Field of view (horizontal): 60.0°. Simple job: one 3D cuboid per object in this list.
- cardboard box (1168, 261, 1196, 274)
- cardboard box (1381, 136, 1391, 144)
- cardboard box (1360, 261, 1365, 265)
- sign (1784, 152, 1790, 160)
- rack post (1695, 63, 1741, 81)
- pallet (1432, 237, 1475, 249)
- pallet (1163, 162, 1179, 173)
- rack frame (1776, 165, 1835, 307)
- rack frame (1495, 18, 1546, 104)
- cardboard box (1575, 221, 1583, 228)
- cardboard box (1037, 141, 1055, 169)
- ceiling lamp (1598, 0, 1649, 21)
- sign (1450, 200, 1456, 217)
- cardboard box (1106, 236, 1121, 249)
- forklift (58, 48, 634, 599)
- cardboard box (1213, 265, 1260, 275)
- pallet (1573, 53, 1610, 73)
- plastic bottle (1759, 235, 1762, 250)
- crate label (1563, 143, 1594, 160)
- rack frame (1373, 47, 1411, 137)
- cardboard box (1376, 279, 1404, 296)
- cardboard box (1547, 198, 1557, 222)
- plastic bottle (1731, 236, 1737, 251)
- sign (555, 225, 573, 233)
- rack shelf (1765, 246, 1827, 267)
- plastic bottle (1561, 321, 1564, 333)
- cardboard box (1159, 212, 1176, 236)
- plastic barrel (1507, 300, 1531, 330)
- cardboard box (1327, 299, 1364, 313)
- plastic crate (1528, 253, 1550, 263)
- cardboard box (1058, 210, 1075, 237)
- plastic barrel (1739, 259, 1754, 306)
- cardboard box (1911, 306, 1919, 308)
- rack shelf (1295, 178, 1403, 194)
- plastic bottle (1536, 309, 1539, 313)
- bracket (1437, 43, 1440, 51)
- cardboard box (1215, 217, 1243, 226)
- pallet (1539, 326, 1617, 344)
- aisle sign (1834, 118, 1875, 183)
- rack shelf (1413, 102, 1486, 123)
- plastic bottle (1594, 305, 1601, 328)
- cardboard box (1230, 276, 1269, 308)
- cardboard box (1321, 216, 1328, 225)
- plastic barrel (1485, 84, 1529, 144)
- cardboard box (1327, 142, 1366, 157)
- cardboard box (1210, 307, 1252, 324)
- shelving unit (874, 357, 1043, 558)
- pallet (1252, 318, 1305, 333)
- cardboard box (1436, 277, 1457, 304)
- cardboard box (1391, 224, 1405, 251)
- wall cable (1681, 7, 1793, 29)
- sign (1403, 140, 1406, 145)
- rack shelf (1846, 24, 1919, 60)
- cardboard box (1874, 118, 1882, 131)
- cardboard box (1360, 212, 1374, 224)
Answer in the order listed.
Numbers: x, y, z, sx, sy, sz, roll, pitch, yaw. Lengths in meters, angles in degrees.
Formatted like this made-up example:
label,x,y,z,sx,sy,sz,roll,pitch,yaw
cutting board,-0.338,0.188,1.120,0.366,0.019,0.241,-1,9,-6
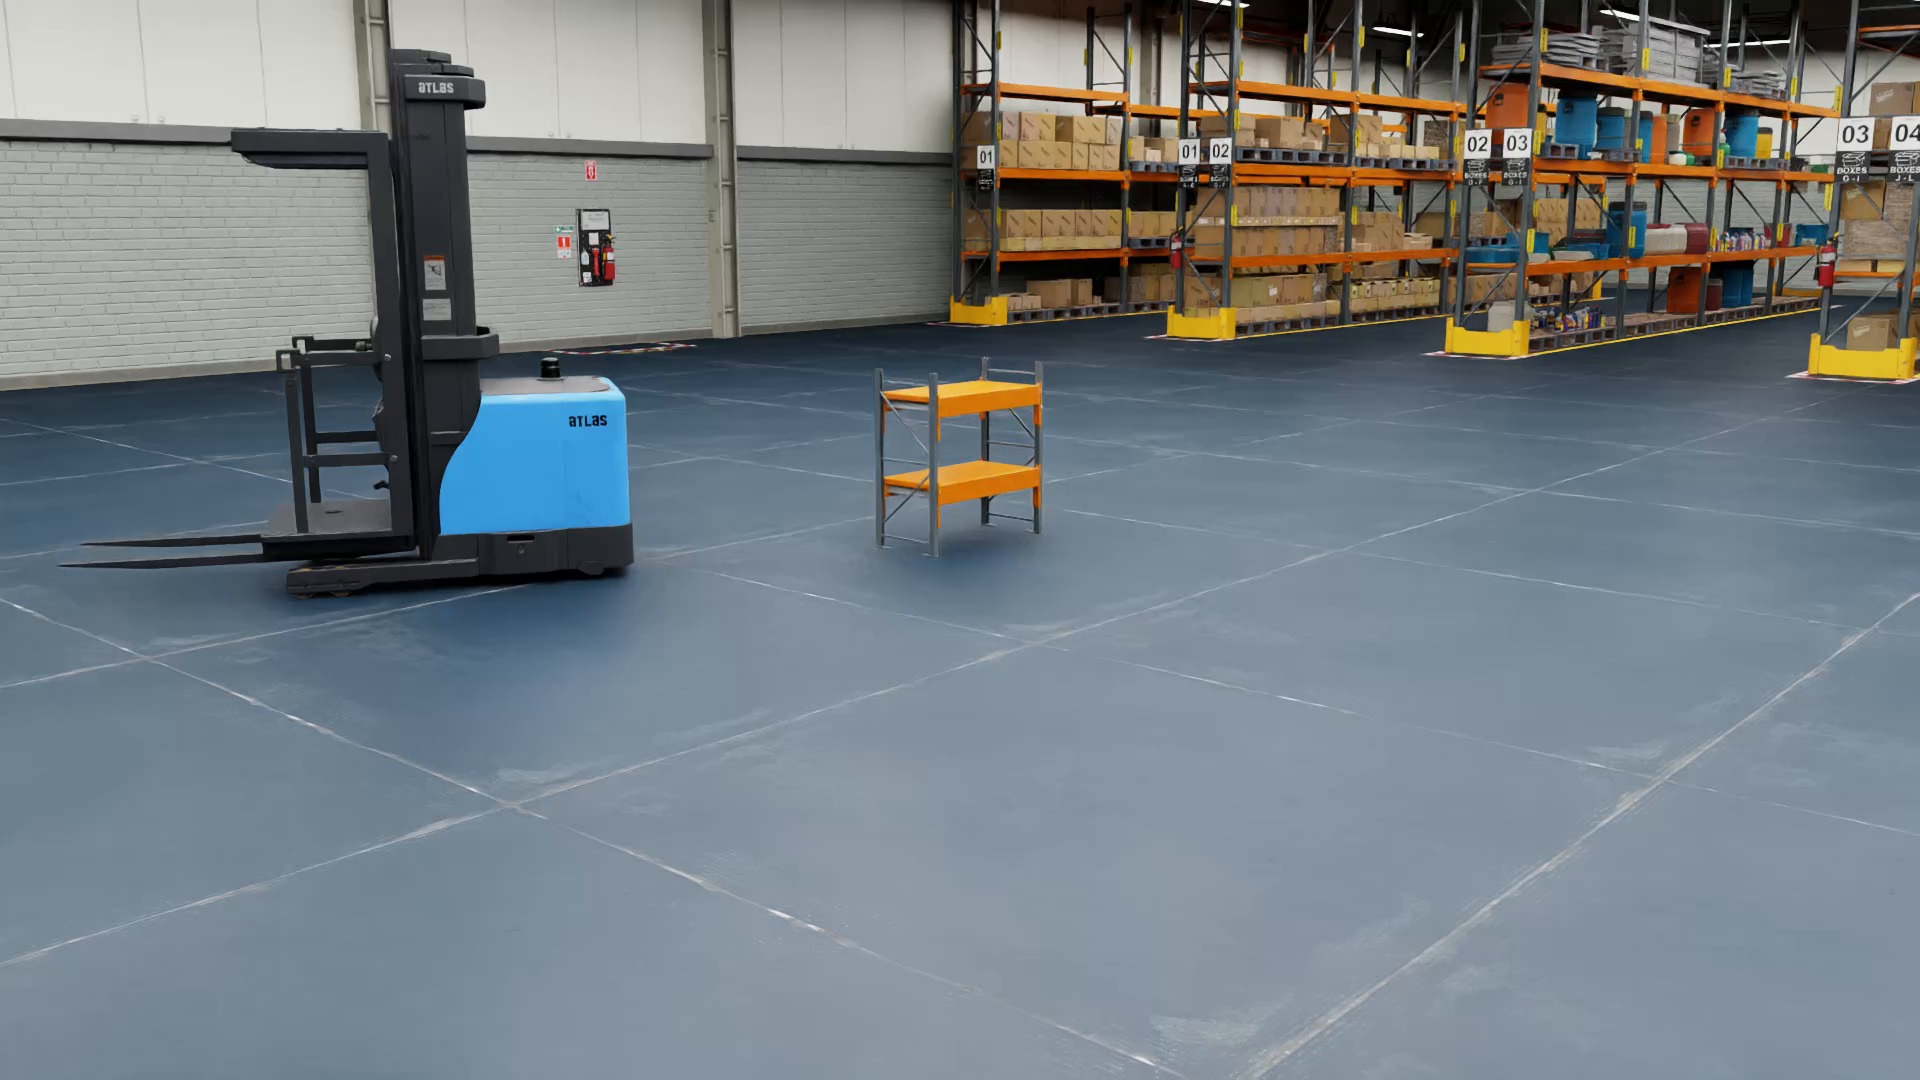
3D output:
label,x,y,z,sx,sy,sz,roll,pitch,yaw
cardboard box,4.711,-5.834,35.607,0.500,0.250,0.500,10,15,41
cardboard box,10.234,-9.647,40.835,0.500,0.500,0.500,10,15,42
cardboard box,9.897,-6.957,41.539,0.380,0.149,0.250,10,15,41
sign,16.064,-7.376,32.304,0.100,0.325,0.005,10,15,40
rack post,13.459,-8.401,29.989,0.954,0.300,0.937,10,15,40
pallet,9.688,-6.040,33.782,1.213,0.211,1.003,10,15,40
pallet,4.100,-7.685,34.352,1.213,0.211,1.003,10,15,40
rack frame,18.293,-6.561,35.902,1.000,3.000,0.127,10,15,40
rack frame,11.934,-9.555,35.577,1.000,3.000,0.127,10,15,40
cardboard box,13.810,-7.001,37.847,0.500,0.500,0.500,10,15,41
cardboard box,1.419,-7.186,31.066,0.500,0.500,0.500,11,16,43
ceiling lamp,13.411,-11.945,32.639,0.800,3.185,2.000,10,15,40
sign,9.713,-6.522,32.748,0.100,0.325,0.005,10,15,40
cardboard box,2.845,-5.904,32.944,0.500,0.250,0.500,10,15,40
forklift,-3.474,-1.231,9.392,3.031,2.935,1.130,-3,12,-17
cardboard box,6.154,-5.908,37.049,0.750,0.750,0.750,10,15,40
pallet,9.043,-7.144,25.005,1.003,0.211,1.213,10,15,40
plastic bottle,15.517,-5.776,32.268,0.061,0.283,0.133,10,15,40
crate label,9.215,-5.838,25.002,0.502,0.251,0.408,10,15,40
rack frame,10.851,-10.784,41.728,1.000,3.000,0.127,10,15,40
cardboard box,8.127,-4.824,31.722,0.500,0.311,0.500,10,15,42
cardboard box,12.797,-7.262,36.603,0.500,0.500,0.500,9,15,39
plastic bottle,14.456,-5.549,31.153,0.152,0.276,0.135,10,15,40
sign,-5.952,-4.670,24.991,0.001,0.109,0.331,10,15,40
rack shelf,16.973,-5.914,34.499,1.077,0.370,4.000,10,15,40
plastic bottle,9.230,-3.292,25.557,0.097,0.201,0.097,0,11,0
cardboard box,4.077,-6.594,34.688,0.500,0.500,0.700,-10,15,-40
plastic barrel,8.439,-3.373,25.222,0.421,0.512,0.421,0,11,0
cardboard box,7.106,-4.321,30.637,0.500,0.250,0.500,9,15,39
plastic crate,8.564,-4.168,24.593,0.298,0.136,0.250,10,15,40
cardboard box,1.842,-6.047,31.748,0.500,0.500,0.500,10,15,42
plastic barrel,15.281,-5.072,32.730,0.600,0.901,0.708,10,15,40
cardboard box,13.798,-3.082,23.792,0.500,0.500,0.500,9,15,39
rack shelf,9.531,-8.666,40.619,1.077,0.370,4.000,10,15,40
plastic bottle,9.262,-3.567,26.726,0.061,0.283,0.133,11,15,43
bracket,12.524,-13.073,44.000,0.235,0.232,0.430,10,15,40
cardboard box,4.434,-5.245,27.402,0.380,0.149,0.250,10,15,40
pallet,9.897,-3.335,26.868,1.003,0.211,1.213,10,15,40
aisle sign,11.185,-4.871,20.804,0.394,0.787,0.004,10,15,40
rack shelf,10.614,-8.712,34.214,1.077,0.370,4.000,10,15,40
plastic bottle,10.163,-3.580,26.618,0.144,0.351,0.185,9,15,39
cardboard box,4.863,-4.197,28.101,0.500,0.500,0.500,10,15,40
cardboard box,6.299,-5.661,29.484,0.380,0.149,0.250,9,15,39
plastic barrel,7.957,-6.182,24.180,0.600,0.830,0.708,10,15,40
cardboard box,7.067,-7.129,30.399,0.500,0.250,0.500,-10,15,-42
cardboard box,4.534,-3.756,27.805,0.500,0.250,0.500,10,15,40
shelving unit,0.004,-0.553,10.606,0.538,1.125,1.048,10,15,40
pallet,5.292,-3.777,29.084,1.003,0.211,1.213,10,15,40
cardboard box,9.809,-5.045,33.571,0.500,0.500,0.500,11,15,43
cardboard box,8.198,-5.825,31.962,0.500,0.500,0.500,9,14,37
wall cable,19.210,-14.004,41.272,3.097,2.526,0.112,10,15,40
sign,8.887,-7.820,33.227,0.100,0.325,0.005,10,15,40
rack shelf,12.772,-6.448,21.867,1.077,0.370,4.000,10,15,40
cardboard box,11.401,-5.241,20.999,0.380,0.149,0.250,10,15,40
cardboard box,9.540,-7.693,40.805,0.980,0.700,0.700,9,14,38
